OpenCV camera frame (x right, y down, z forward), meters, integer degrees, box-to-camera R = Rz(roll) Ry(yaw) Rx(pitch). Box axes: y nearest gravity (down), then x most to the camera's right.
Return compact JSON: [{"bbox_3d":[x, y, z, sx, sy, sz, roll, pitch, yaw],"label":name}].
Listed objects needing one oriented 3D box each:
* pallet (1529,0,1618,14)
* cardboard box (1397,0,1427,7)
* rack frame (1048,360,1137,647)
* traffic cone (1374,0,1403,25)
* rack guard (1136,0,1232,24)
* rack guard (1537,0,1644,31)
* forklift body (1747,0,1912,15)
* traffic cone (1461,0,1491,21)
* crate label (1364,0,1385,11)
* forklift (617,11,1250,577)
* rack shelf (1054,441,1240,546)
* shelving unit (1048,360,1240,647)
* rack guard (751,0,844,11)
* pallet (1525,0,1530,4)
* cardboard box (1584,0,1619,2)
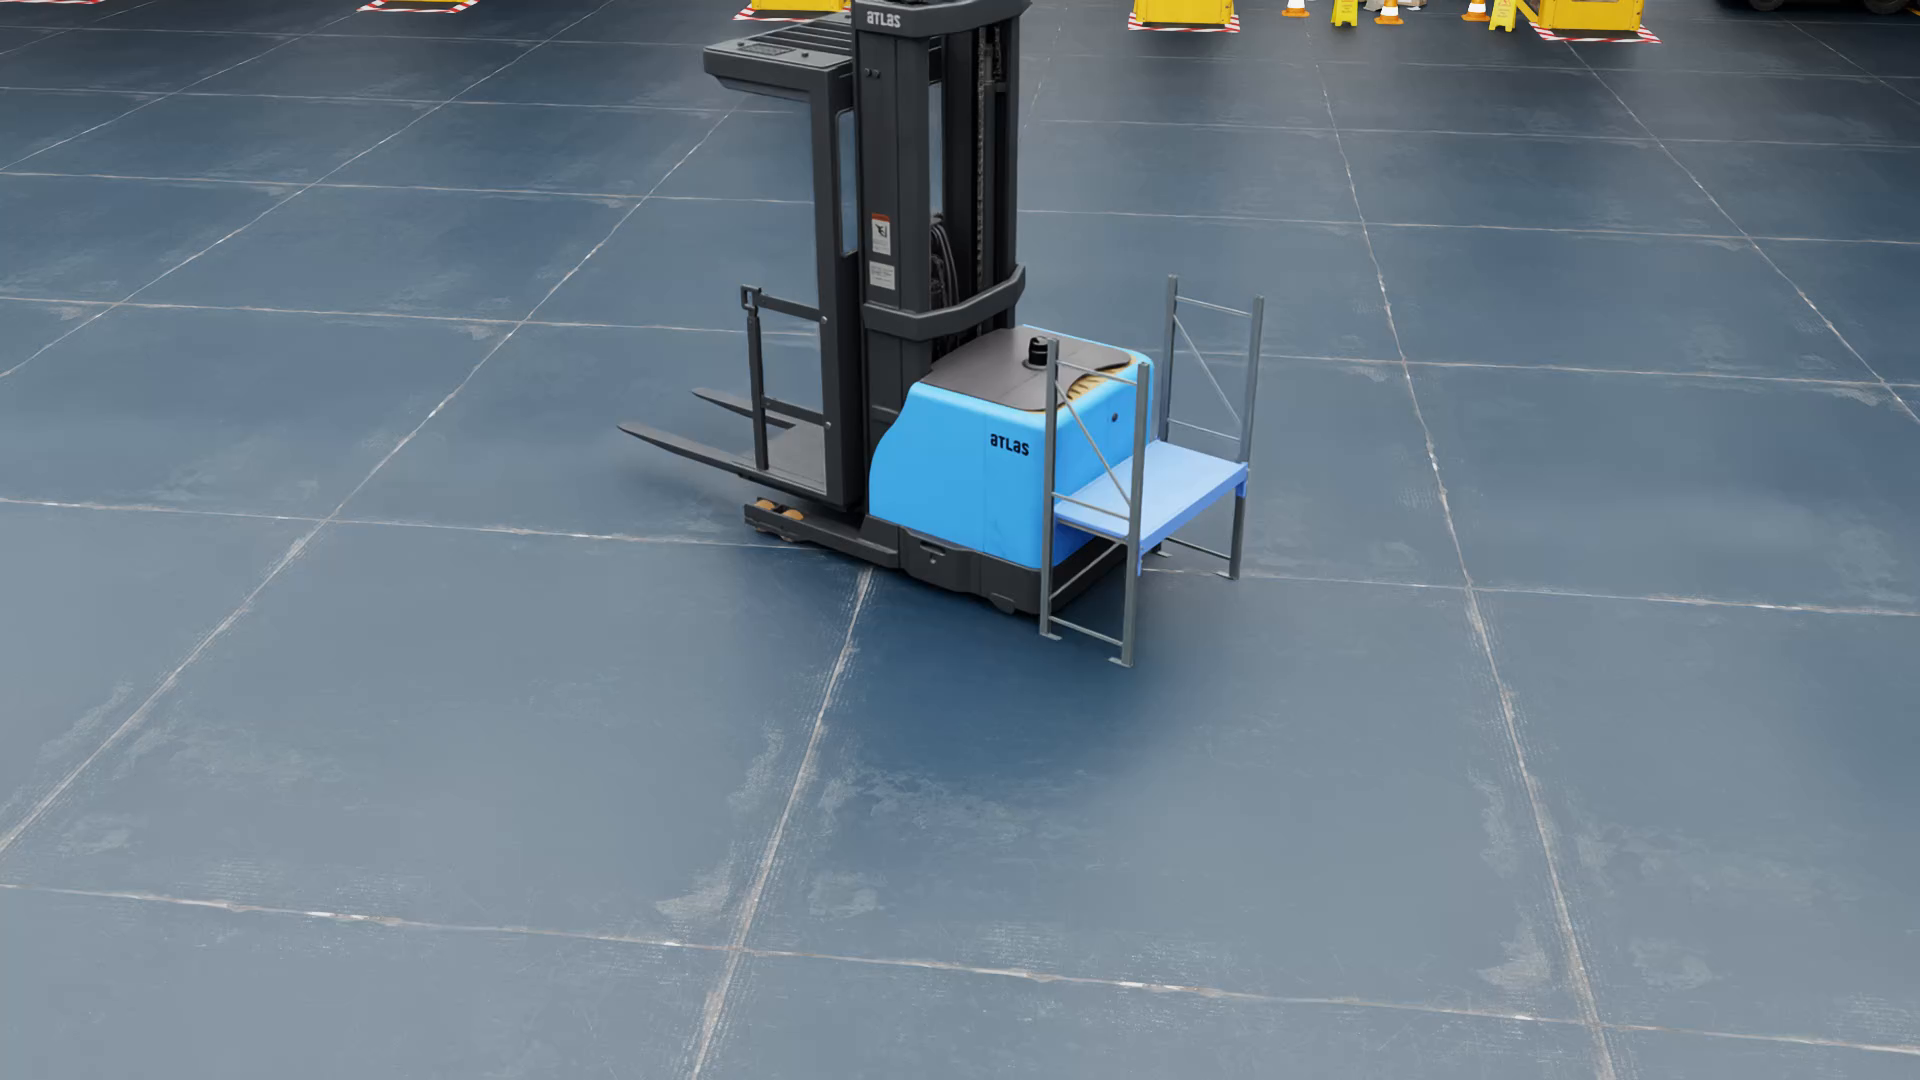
[{"bbox_3d":[7.868,-6.798,21.146,1.003,0.211,1.213,3,28,6],"label":"pallet"},{"bbox_3d":[5.880,-7.088,21.751,0.380,0.149,0.250,20,34,32],"label":"cardboard box"},{"bbox_3d":[0.589,-0.144,7.437,0.475,1.308,0.013,20,34,32],"label":"rack frame"},{"bbox_3d":[5.353,-6.674,20.651,0.336,0.463,0.334,3,28,6],"label":"traffic cone"},{"bbox_3d":[2.796,-6.738,20.729,1.175,0.500,0.348,3,28,6],"label":"rack guard"},{"bbox_3d":[7.733,-6.545,20.371,1.175,0.500,0.348,3,28,6],"label":"rack guard"},{"bbox_3d":[-2.093,-9.788,24.650,29.396,2.155,5.688,3,28,6],"label":"forklift body"},{"bbox_3d":[6.496,-6.770,20.828,0.336,0.463,0.334,3,28,6],"label":"traffic cone"},{"bbox_3d":[5.388,-6.905,21.422,0.250,0.136,0.298,-11,30,-20],"label":"crate label"},{"bbox_3d":[-3.139,-5.267,14.733,16.863,3.598,10.237,18,33,30],"label":"forklift"},{"bbox_3d":[0.893,-0.222,7.857,0.459,0.062,0.952,20,34,32],"label":"rack shelf"},{"bbox_3d":[0.882,-0.330,7.781,0.475,1.308,0.991,20,34,32],"label":"shelving unit"},{"bbox_3d":[-2.102,-7.121,21.440,1.175,0.500,0.348,3,28,6],"label":"rack guard"},{"bbox_3d":[8.020,-7.371,22.209,1.003,0.211,1.213,3,28,6],"label":"pallet"},{"bbox_3d":[8.097,-6.947,20.939,0.507,0.250,0.507,4,29,6],"label":"cardboard box"}]
